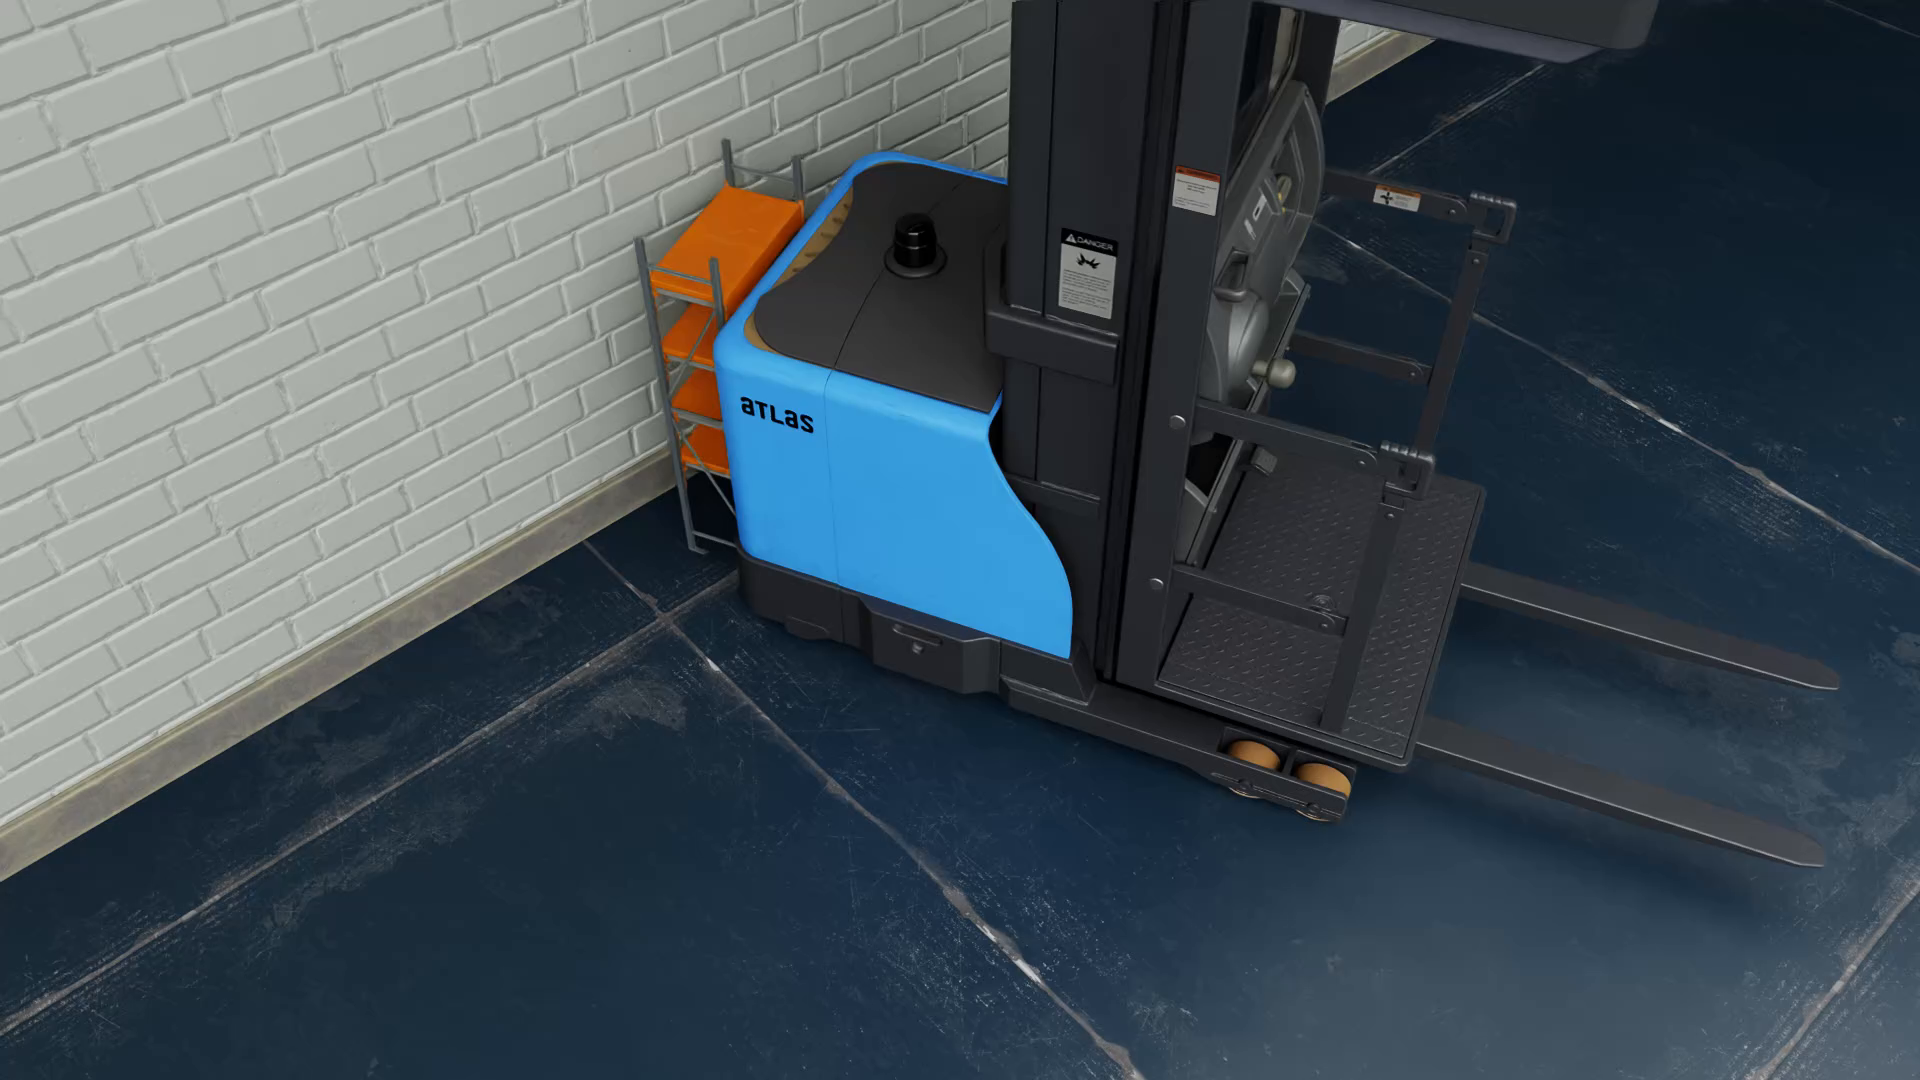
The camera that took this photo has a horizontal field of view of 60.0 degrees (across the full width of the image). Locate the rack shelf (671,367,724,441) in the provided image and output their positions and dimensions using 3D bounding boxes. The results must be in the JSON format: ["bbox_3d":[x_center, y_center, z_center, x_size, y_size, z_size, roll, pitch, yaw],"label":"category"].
[{"bbox_3d":[-0.646,-0.468,4.957,0.258,0.148,0.480,17,49,15],"label":"rack shelf"}]

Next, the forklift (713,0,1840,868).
[{"bbox_3d":[0.910,-0.675,3.879,3.031,2.935,1.130,17,50,15],"label":"forklift"}]

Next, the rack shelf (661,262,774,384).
[{"bbox_3d":[-0.646,-0.620,4.793,0.258,0.148,0.480,17,49,15],"label":"rack shelf"}]

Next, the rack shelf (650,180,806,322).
[{"bbox_3d":[-0.646,-0.781,4.619,0.258,0.148,0.480,17,49,15],"label":"rack shelf"}]

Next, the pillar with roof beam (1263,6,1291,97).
[{"bbox_3d":[4.006,-2.131,1.093,0.400,9.000,9.100,-34,56,-27],"label":"pillar with roof beam"}]

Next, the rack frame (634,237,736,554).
[{"bbox_3d":[-0.738,-0.348,4.755,0.240,1.200,0.015,17,49,15],"label":"rack frame"}]

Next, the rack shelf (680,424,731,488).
[{"bbox_3d":[-0.646,-0.334,5.103,0.258,0.148,0.480,17,49,15],"label":"rack shelf"}]

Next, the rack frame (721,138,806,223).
[{"bbox_3d":[-0.553,-0.680,5.061,0.240,1.200,0.015,17,49,15],"label":"rack frame"}]

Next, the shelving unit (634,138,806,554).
[{"bbox_3d":[-0.646,-0.514,4.908,0.258,1.200,0.503,17,49,15],"label":"shelving unit"}]
